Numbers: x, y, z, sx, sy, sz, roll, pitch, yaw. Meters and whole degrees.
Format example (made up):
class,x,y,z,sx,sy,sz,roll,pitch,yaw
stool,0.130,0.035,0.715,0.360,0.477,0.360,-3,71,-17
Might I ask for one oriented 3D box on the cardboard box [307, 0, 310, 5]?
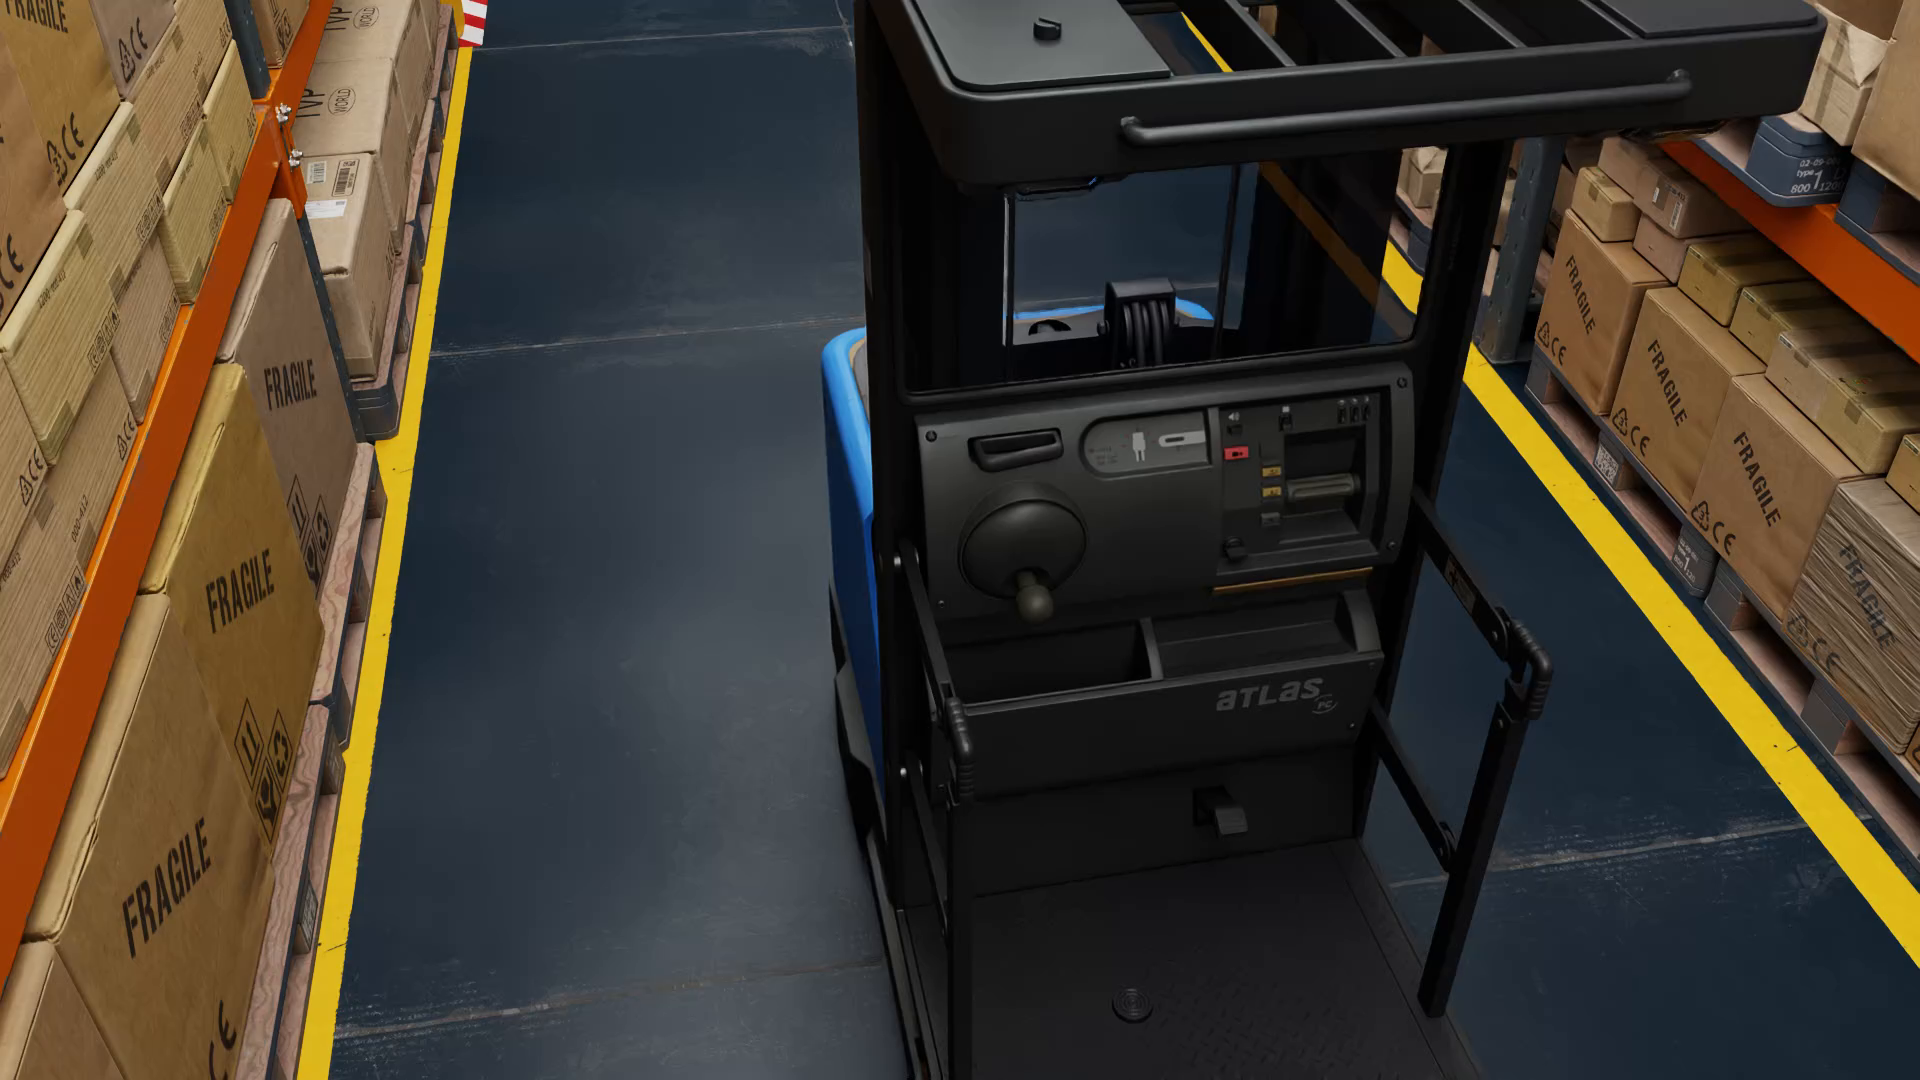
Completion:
class,x,y,z,sx,sy,sz,roll,pitch,yaw
cardboard box,-2.374,-2.027,5.332,0.500,0.500,0.500,-6,38,-8

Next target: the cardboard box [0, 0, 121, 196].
class,x,y,z,sx,sy,sz,roll,pitch,yaw
cardboard box,-1.973,-0.943,3.122,0.500,0.500,0.500,-5,38,-7

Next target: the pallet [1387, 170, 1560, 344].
class,x,y,z,sx,sy,sz,roll,pitch,yaw
pallet,2.301,-1.221,6.650,1.003,0.211,1.213,-6,38,-8

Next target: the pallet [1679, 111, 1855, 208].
class,x,y,z,sx,sy,sz,roll,pitch,yaw
pallet,2.453,-1.337,4.683,1.003,0.211,1.213,-6,38,-8

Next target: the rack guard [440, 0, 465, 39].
class,x,y,z,sx,sy,sz,roll,pitch,yaw
rack guard,-3.171,-2.815,8.465,1.175,0.500,0.348,-6,38,-8

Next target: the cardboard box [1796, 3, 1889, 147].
class,x,y,z,sx,sy,sz,roll,pitch,yaw
cardboard box,2.286,-1.140,4.039,0.396,0.266,0.258,-4,38,-6

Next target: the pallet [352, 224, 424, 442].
class,x,y,z,sx,sy,sz,roll,pitch,yaw
pallet,-2.522,-0.738,6.028,1.003,0.211,1.213,-6,38,-8

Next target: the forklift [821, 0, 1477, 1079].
class,x,y,z,sx,sy,sz,roll,pitch,yaw
forklift,0.430,-0.011,2.875,1.130,2.935,3.031,-7,38,-9

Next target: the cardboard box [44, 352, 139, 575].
class,x,y,z,sx,sy,sz,roll,pitch,yaw
cardboard box,-1.886,-0.142,3.110,0.500,0.250,0.500,-6,38,-8

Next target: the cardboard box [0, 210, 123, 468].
class,x,y,z,sx,sy,sz,roll,pitch,yaw
cardboard box,-1.851,-0.348,2.968,0.500,0.250,0.500,-6,38,-7

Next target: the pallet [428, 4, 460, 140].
class,x,y,z,sx,sy,sz,roll,pitch,yaw
pallet,-2.950,-2.211,7.925,1.003,0.211,1.213,-6,38,-8

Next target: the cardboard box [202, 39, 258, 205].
class,x,y,z,sx,sy,sz,roll,pitch,yaw
cardboard box,-2.139,-1.068,4.302,0.500,0.250,0.500,-7,38,-9

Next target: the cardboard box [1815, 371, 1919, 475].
class,x,y,z,sx,sy,sz,roll,pitch,yaw
cardboard box,2.512,-0.315,4.377,0.380,0.149,0.250,-5,38,-6

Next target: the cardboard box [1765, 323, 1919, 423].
class,x,y,z,sx,sy,sz,roll,pitch,yaw
cardboard box,2.471,-0.465,4.570,0.380,0.149,0.250,-6,38,-8

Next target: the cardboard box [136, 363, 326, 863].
class,x,y,z,sx,sy,sz,roll,pitch,yaw
cardboard box,-2.112,0.213,3.921,0.875,0.875,0.875,-5,38,-7

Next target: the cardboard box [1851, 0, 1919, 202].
class,x,y,z,sx,sy,sz,roll,pitch,yaw
cardboard box,2.513,-1.010,3.681,0.700,0.500,0.500,-6,38,-8

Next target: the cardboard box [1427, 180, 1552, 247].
class,x,y,z,sx,sy,sz,roll,pitch,yaw
cardboard box,2.034,-1.252,6.398,0.380,0.149,0.250,-7,38,-9

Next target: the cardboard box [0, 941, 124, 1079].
class,x,y,z,sx,sy,sz,roll,pitch,yaw
cardboard box,-1.804,1.292,2.532,0.875,0.875,0.875,-7,38,-8

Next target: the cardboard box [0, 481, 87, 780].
class,x,y,z,sx,sy,sz,roll,pitch,yaw
cardboard box,-1.796,0.156,2.727,0.500,0.250,0.500,-5,38,-6

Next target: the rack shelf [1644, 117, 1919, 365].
class,x,y,z,sx,sy,sz,roll,pitch,yaw
rack shelf,2.771,-0.415,3.926,1.077,0.370,4.000,-6,38,-8

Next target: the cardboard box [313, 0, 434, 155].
class,x,y,z,sx,sy,sz,roll,pitch,yaw
cardboard box,-2.784,-2.001,7.127,0.875,0.438,0.875,-5,38,-7

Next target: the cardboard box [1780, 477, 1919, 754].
class,x,y,z,sx,sy,sz,roll,pitch,yaw
cardboard box,2.555,0.167,4.286,0.500,0.500,0.500,-8,38,-10

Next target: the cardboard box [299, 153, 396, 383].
class,x,y,z,sx,sy,sz,roll,pitch,yaw
cardboard box,-2.470,-0.916,5.730,0.875,0.438,0.875,-7,38,-9

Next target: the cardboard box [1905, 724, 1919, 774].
class,x,y,z,sx,sy,sz,roll,pitch,yaw
cardboard box,2.664,0.478,3.884,0.500,0.500,0.500,-5,38,-6

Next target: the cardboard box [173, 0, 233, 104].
class,x,y,z,sx,sy,sz,roll,pitch,yaw
cardboard box,-2.149,-1.269,4.154,0.500,0.250,0.500,-6,38,-8

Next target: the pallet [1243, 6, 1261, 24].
class,x,y,z,sx,sy,sz,roll,pitch,yaw
pallet,1.873,-2.695,8.547,1.003,0.211,1.213,-6,38,-8

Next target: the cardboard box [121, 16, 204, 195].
class,x,y,z,sx,sy,sz,roll,pitch,yaw
cardboard box,-2.054,-0.968,3.766,0.500,0.250,0.500,-5,38,-7

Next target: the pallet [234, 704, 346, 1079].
class,x,y,z,sx,sy,sz,roll,pitch,yaw
pallet,-2.039,0.926,3.886,1.003,0.211,1.213,-6,38,-8

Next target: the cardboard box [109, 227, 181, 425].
class,x,y,z,sx,sy,sz,roll,pitch,yaw
cardboard box,-1.981,-0.454,3.511,0.500,0.250,0.500,-7,38,-9

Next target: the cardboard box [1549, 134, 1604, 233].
class,x,y,z,sx,sy,sz,roll,pitch,yaw
cardboard box,2.537,-1.436,6.503,0.500,0.311,0.500,-5,38,-6

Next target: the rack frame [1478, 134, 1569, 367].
class,x,y,z,sx,sy,sz,roll,pitch,yaw
rack frame,2.420,-1.907,5.260,1.000,3.000,0.127,-6,38,-8

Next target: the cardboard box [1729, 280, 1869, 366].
class,x,y,z,sx,sy,sz,roll,pitch,yaw
cardboard box,2.464,-0.620,4.770,0.380,0.149,0.250,-7,38,-9

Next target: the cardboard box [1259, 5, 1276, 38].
class,x,y,z,sx,sy,sz,roll,pitch,yaw
cardboard box,1.845,-2.602,7.849,0.700,0.500,0.500,-5,38,-6

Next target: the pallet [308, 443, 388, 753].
class,x,y,z,sx,sy,sz,roll,pitch,yaw
pallet,-2.256,0.188,4.836,1.003,0.211,1.213,-6,38,-8

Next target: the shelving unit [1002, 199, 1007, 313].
class,x,y,z,sx,sy,sz,roll,pitch,yaw
shelving unit,-0.029,-0.574,5.011,0.258,1.200,0.503,-6,38,-8

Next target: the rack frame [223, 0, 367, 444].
class,x,y,z,sx,sy,sz,roll,pitch,yaw
rack frame,-2.466,-1.371,4.570,1.000,3.000,0.127,-6,38,-8

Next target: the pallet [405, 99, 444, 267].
class,x,y,z,sx,sy,sz,roll,pitch,yaw
pallet,-2.739,-1.476,6.978,1.003,0.211,1.213,-6,38,-8

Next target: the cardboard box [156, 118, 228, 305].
class,x,y,z,sx,sy,sz,roll,pitch,yaw
cardboard box,-2.051,-0.760,3.906,0.500,0.250,0.500,-7,38,-9

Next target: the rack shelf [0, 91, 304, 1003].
class,x,y,z,sx,sy,sz,roll,pitch,yaw
rack shelf,-2.115,0.121,3.236,1.077,0.370,4.000,-6,38,-8

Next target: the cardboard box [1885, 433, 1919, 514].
class,x,y,z,sx,sy,sz,roll,pitch,yaw
cardboard box,2.588,-0.155,4.171,0.380,0.149,0.250,-6,38,-8

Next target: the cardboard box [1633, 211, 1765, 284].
class,x,y,z,sx,sy,sz,roll,pitch,yaw
cardboard box,2.346,-0.938,5.179,0.380,0.149,0.250,-7,38,-9

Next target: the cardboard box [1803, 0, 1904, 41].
class,x,y,z,sx,sy,sz,roll,pitch,yaw
cardboard box,2.376,-1.484,4.291,0.700,0.500,0.500,-6,38,-7

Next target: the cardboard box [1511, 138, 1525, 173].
class,x,y,z,sx,sy,sz,roll,pitch,yaw
cardboard box,2.461,-1.634,6.889,0.380,0.149,0.250,-7,38,-9

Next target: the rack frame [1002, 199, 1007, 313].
class,x,y,z,sx,sy,sz,roll,pitch,yaw
rack frame,0.014,-0.426,4.821,0.240,1.200,0.015,-6,38,-8

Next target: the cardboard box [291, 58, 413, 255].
class,x,y,z,sx,sy,sz,roll,pitch,yaw
cardboard box,-2.628,-1.457,6.426,0.875,0.438,0.875,-7,38,-9

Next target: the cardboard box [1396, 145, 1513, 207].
class,x,y,z,sx,sy,sz,roll,pitch,yaw
cardboard box,1.971,-1.514,6.640,0.396,0.266,0.258,-5,38,-6

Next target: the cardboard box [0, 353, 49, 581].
class,x,y,z,sx,sy,sz,roll,pitch,yaw
cardboard box,-1.775,-0.041,2.572,0.500,0.250,0.500,-6,38,-8

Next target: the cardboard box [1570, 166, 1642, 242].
class,x,y,z,sx,sy,sz,roll,pitch,yaw
cardboard box,2.221,-1.097,5.383,0.380,0.149,0.250,-5,38,-6

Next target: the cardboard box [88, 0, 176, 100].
class,x,y,z,sx,sy,sz,roll,pitch,yaw
cardboard box,-2.042,-1.251,3.519,0.500,0.500,0.500,-6,38,-7

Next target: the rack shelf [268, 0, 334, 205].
class,x,y,z,sx,sy,sz,roll,pitch,yaw
rack shelf,-2.816,-2.295,6.346,1.077,0.370,4.000,-6,38,-8

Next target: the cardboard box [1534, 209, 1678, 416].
class,x,y,z,sx,sy,sz,roll,pitch,yaw
cardboard box,2.284,-0.770,5.491,0.500,0.500,0.500,-5,38,-6

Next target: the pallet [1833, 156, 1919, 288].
class,x,y,z,sx,sy,sz,roll,pitch,yaw
pallet,2.776,-0.590,3.720,1.003,0.211,1.213,-6,38,-8

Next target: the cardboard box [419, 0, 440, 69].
class,x,y,z,sx,sy,sz,roll,pitch,yaw
cardboard box,-2.953,-2.553,7.838,0.875,0.438,0.875,-7,38,-9

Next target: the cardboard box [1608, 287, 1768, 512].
class,x,y,z,sx,sy,sz,roll,pitch,yaw
cardboard box,2.387,-0.449,5.078,0.500,0.500,0.500,-7,38,-9
